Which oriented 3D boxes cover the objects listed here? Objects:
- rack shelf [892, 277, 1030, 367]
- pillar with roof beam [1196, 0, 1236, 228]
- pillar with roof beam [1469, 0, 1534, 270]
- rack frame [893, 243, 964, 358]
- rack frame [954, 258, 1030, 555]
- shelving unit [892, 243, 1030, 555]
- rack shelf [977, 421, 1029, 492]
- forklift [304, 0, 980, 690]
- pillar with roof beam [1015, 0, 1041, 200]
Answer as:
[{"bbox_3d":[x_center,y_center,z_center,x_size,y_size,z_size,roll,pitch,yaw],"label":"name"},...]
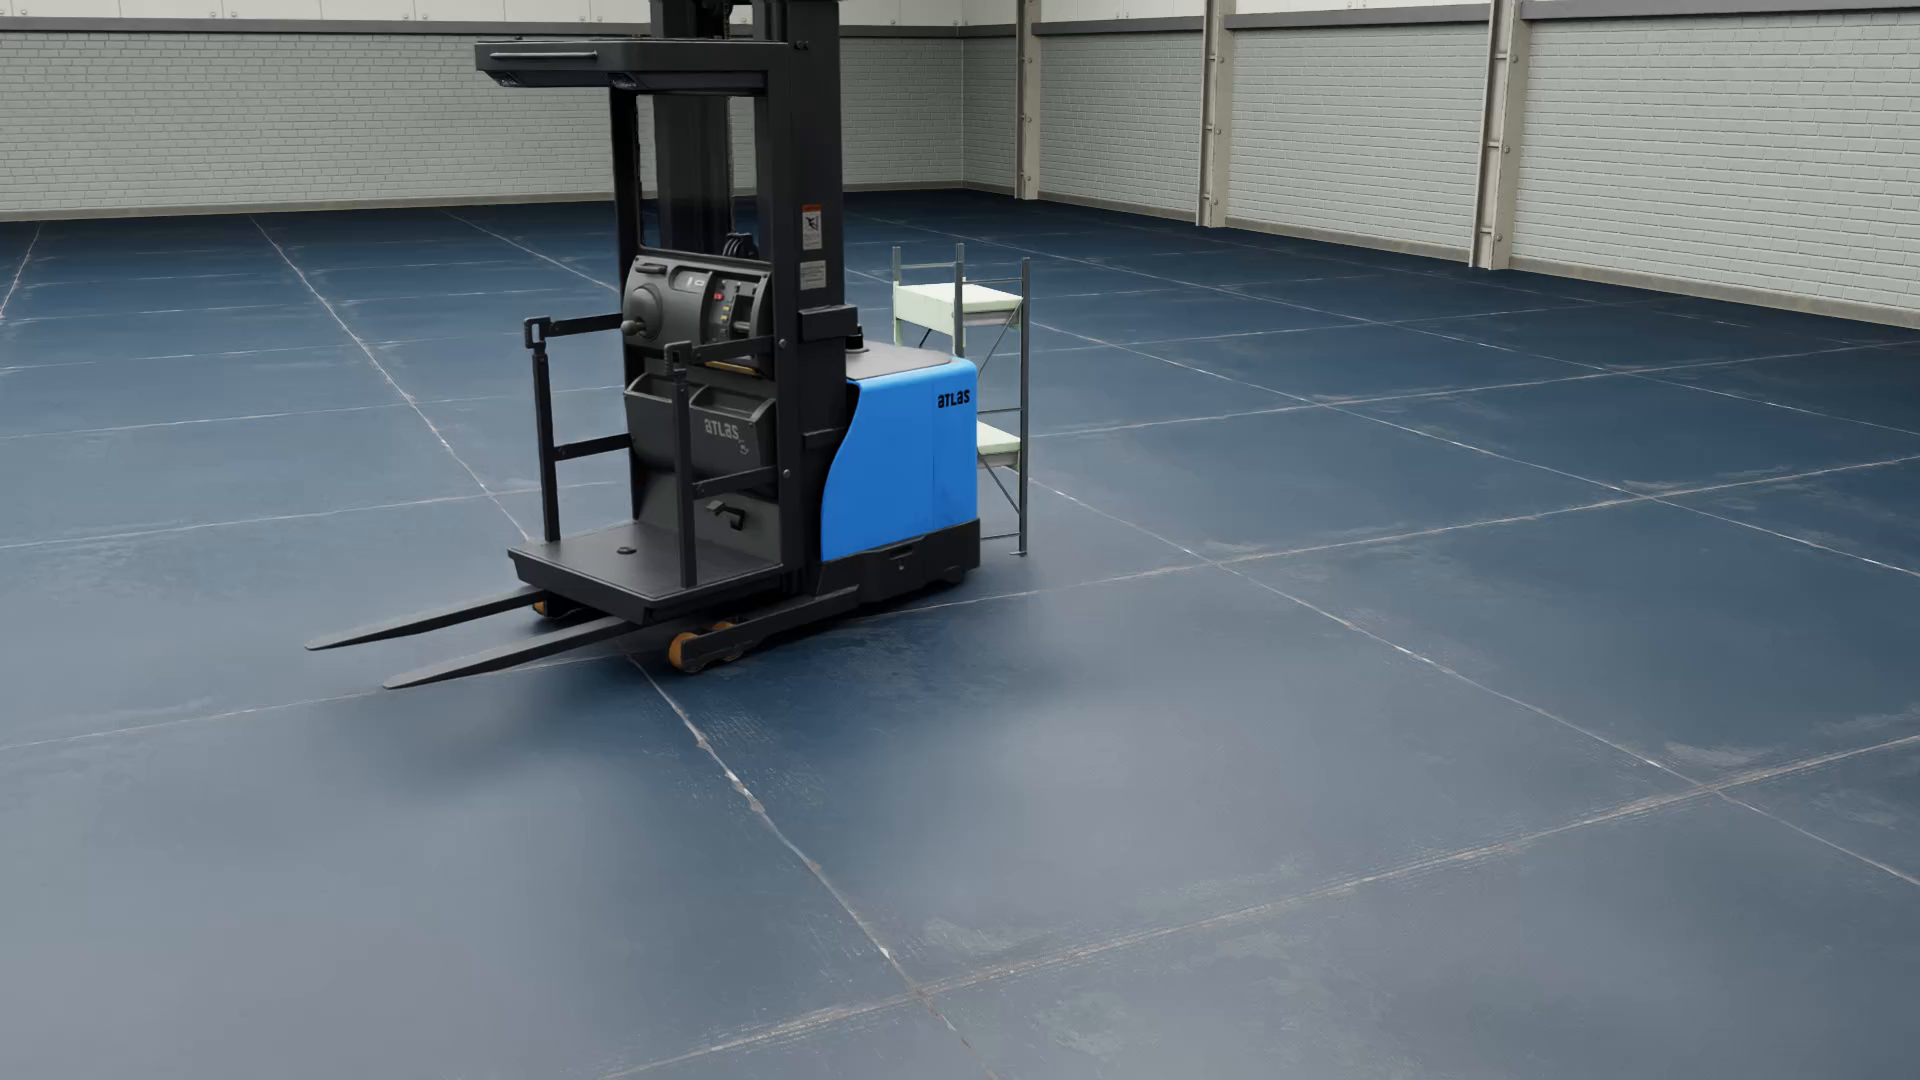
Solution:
[{"bbox_3d":[-0.003,-1.098,8.442,0.431,0.370,0.720,-8,18,-25],"label":"rack shelf"},{"bbox_3d":[-0.005,-8.636,22.530,9.100,9.000,0.400,-8,18,-25],"label":"pillar with roof beam"},{"bbox_3d":[2.624,-7.148,17.346,9.100,9.000,0.400,-8,18,-25],"label":"pillar with roof beam"},{"bbox_3d":[-0.163,-0.813,8.866,0.400,1.500,0.023,-8,18,-25],"label":"rack frame"},{"bbox_3d":[0.157,-0.632,8.233,0.400,1.500,0.023,-8,18,-25],"label":"rack frame"},{"bbox_3d":[-0.003,-0.723,8.550,0.431,1.500,0.755,-8,18,-25],"label":"shelving unit"},{"bbox_3d":[-0.003,-0.409,8.639,0.431,0.370,0.720,-8,18,-25],"label":"rack shelf"},{"bbox_3d":[-1.282,-1.020,6.991,1.130,2.935,3.031,15,22,41],"label":"forklift"},{"bbox_3d":[-2.633,-10.124,27.715,9.100,9.000,0.400,-8,18,-25],"label":"pillar with roof beam"}]
